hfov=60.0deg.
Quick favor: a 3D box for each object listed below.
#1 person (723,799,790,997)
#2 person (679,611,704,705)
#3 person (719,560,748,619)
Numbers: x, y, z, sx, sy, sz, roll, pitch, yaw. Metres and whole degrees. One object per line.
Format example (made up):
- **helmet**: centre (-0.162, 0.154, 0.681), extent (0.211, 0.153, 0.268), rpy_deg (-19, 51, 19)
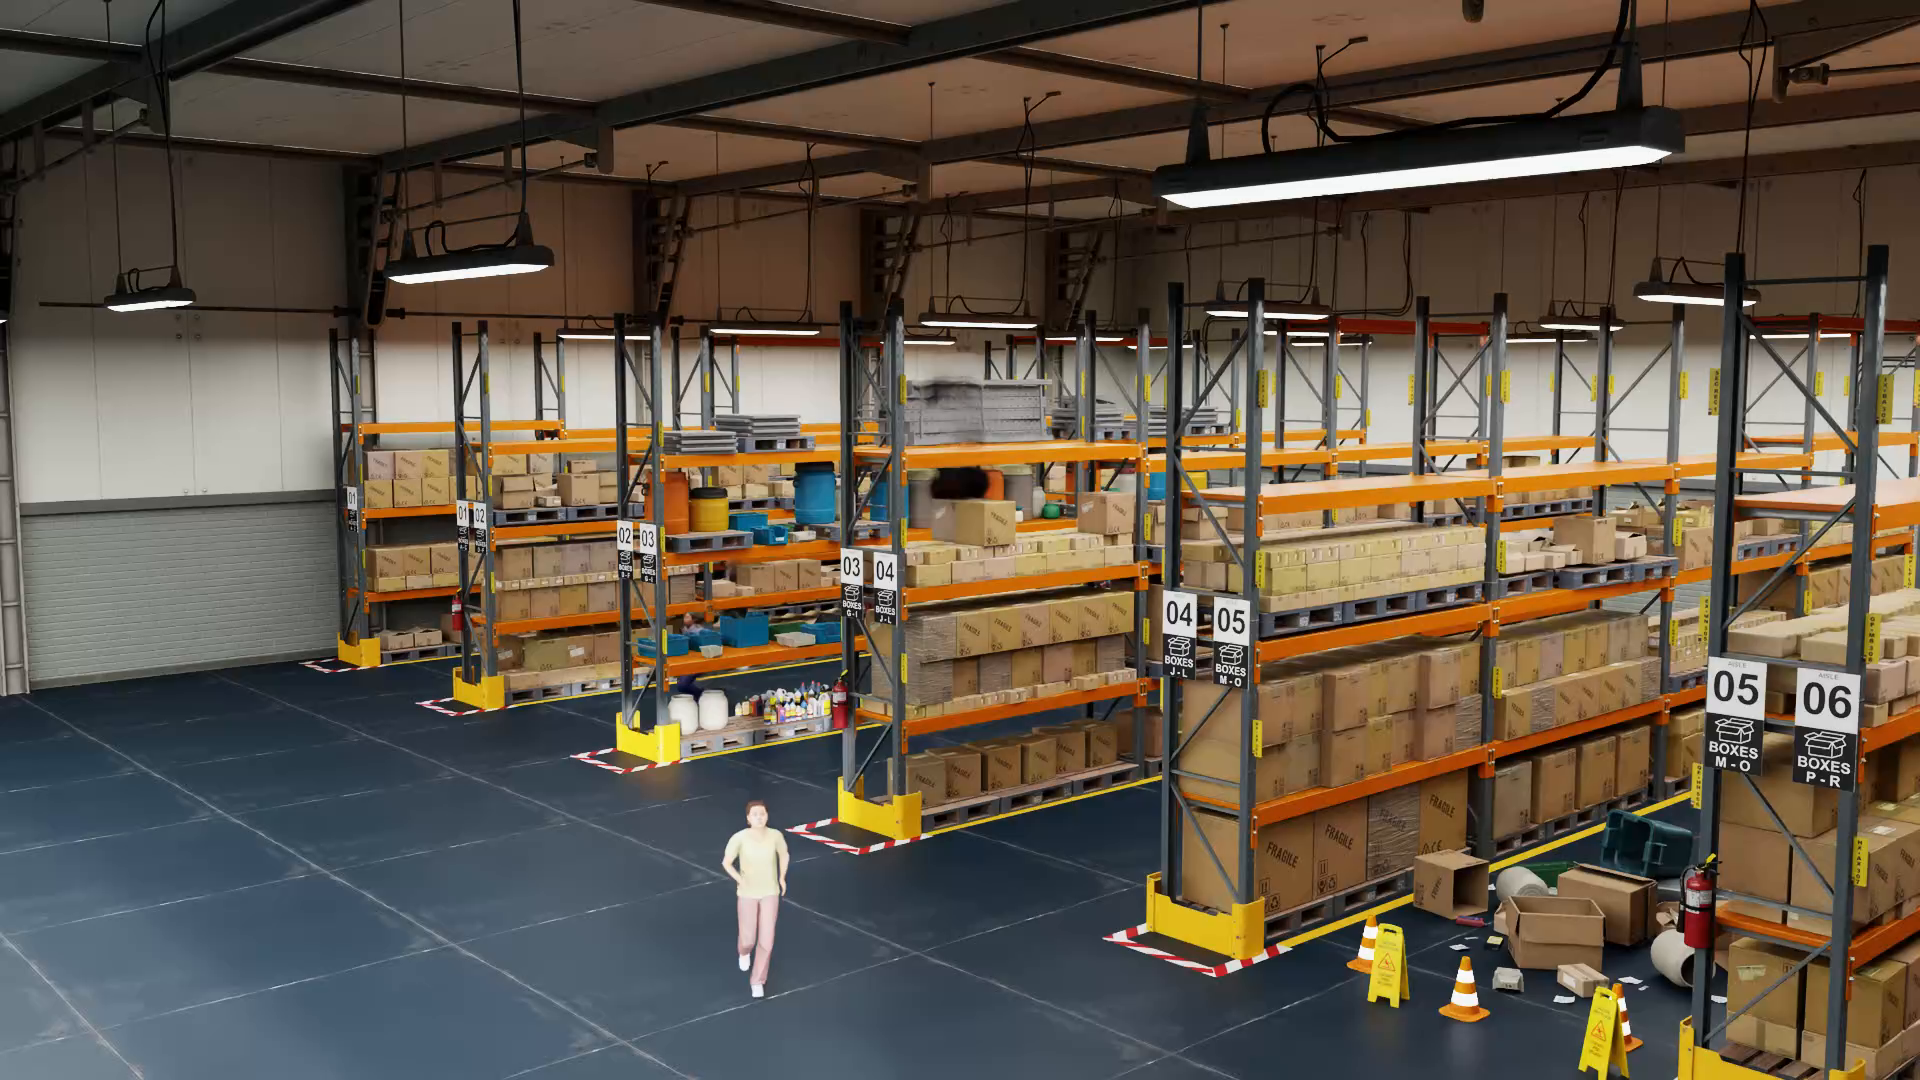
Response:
- **person**: centre (-1.706, 2.972, 14.010), extent (0.574, 1.626, 0.619), rpy_deg (-2, 6, -16)
- **person**: centre (-4.112, 1.881, 25.206), extent (0.599, 1.608, 0.531), rpy_deg (5, 8, 41)
- **person**: centre (-4.269, 1.133, 32.024), extent (0.715, 1.796, 0.973), rpy_deg (4, 7, 38)
